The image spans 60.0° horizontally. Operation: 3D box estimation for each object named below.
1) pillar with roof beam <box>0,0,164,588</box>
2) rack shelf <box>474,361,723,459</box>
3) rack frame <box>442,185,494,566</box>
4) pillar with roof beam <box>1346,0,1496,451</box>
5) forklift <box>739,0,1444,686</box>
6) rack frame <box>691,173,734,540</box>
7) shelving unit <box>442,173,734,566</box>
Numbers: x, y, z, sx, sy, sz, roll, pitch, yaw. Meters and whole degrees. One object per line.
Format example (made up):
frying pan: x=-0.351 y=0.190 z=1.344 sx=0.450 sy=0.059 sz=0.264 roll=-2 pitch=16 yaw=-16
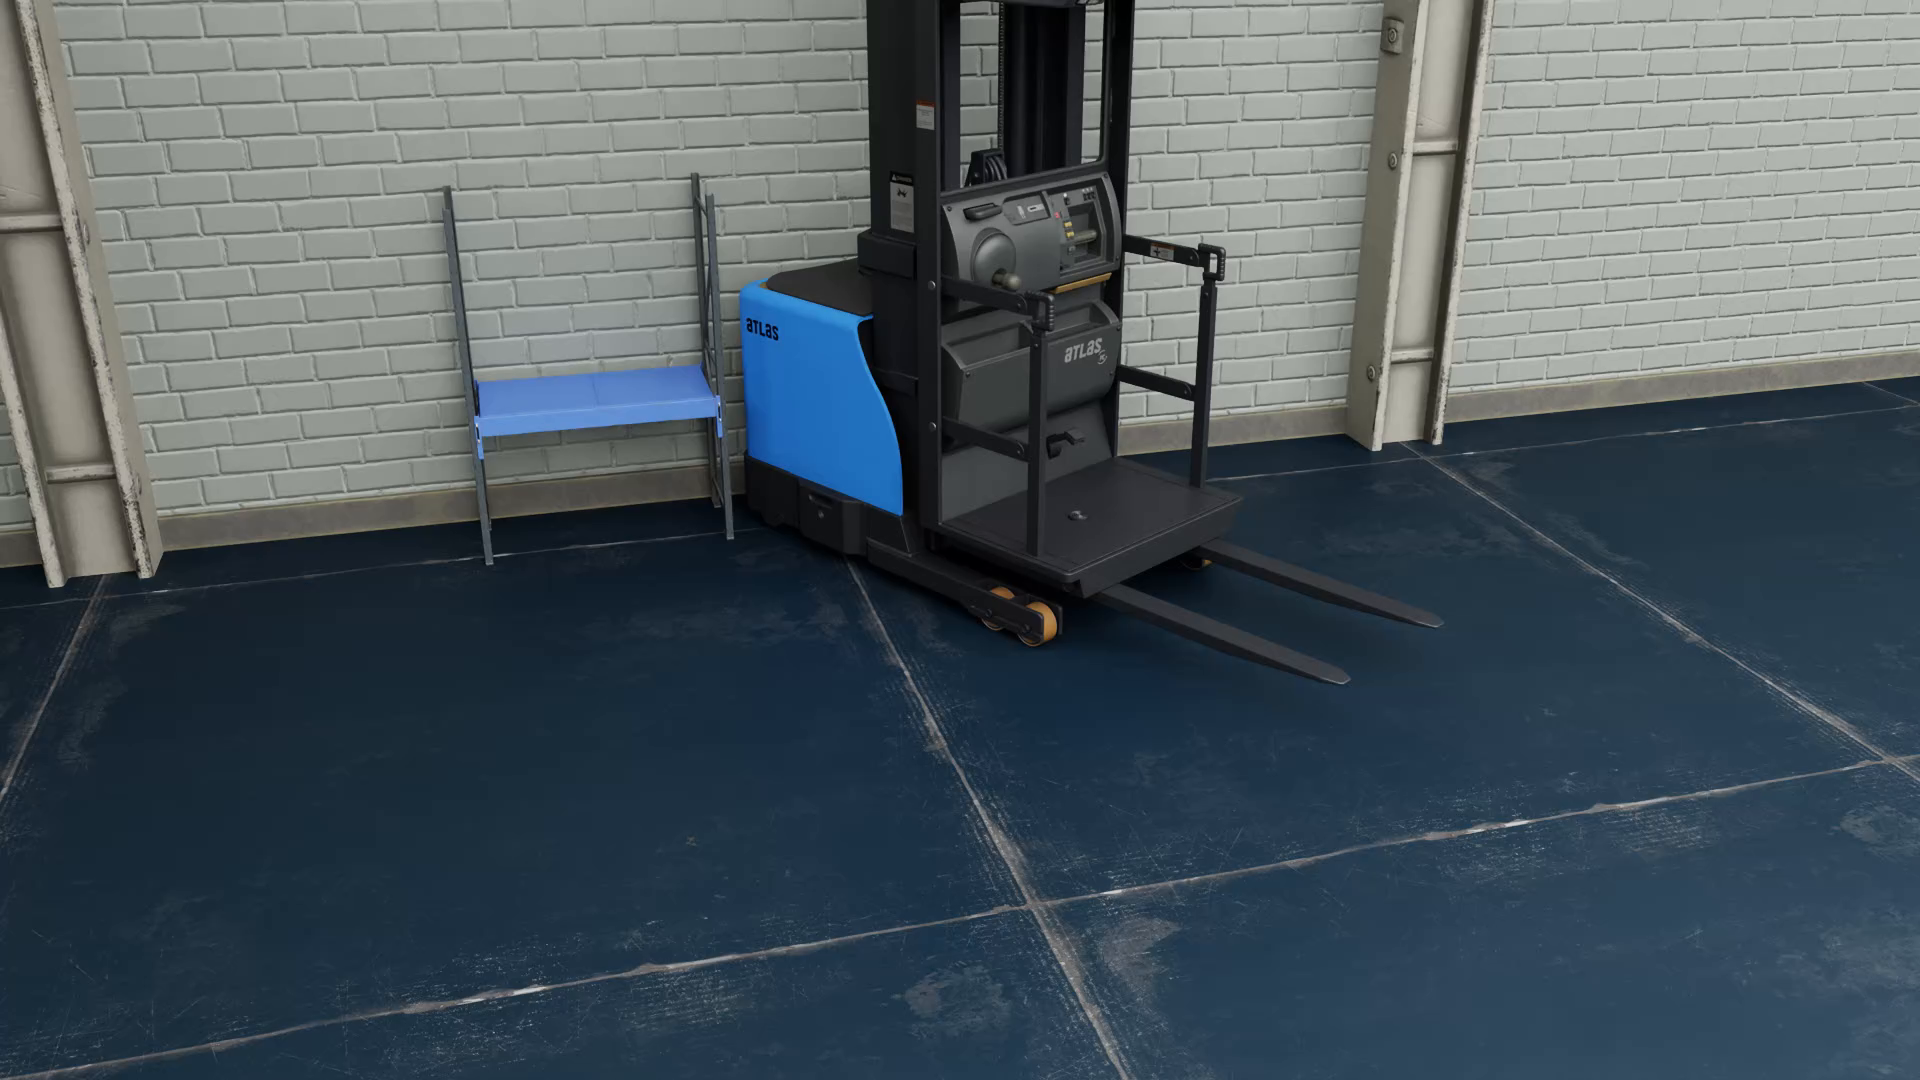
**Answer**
pillar with roof beam: x=-2.414 y=-2.385 z=1.396 sx=0.400 sy=9.000 sz=9.100 roll=-6 pitch=24 yaw=-14
rack shelf: x=-1.557 y=-0.565 z=7.121 sx=1.000 sy=0.185 sz=0.538 roll=-6 pitch=24 yaw=-14
rack frame: x=-2.047 y=-0.676 z=6.924 sx=0.032 sy=1.500 sz=0.500 roll=-6 pitch=24 yaw=-14
pillar with roof beam: x=3.363 y=-3.024 z=2.886 sx=0.400 sy=9.000 sz=9.100 roll=-6 pitch=24 yaw=-14
forklift: x=0.441 y=-1.174 z=6.268 sx=3.031 sy=2.935 sz=1.130 roll=21 pitch=31 yaw=40
rack frame: x=-1.068 y=-0.785 z=7.177 sx=0.032 sy=1.500 sz=0.500 roll=-6 pitch=24 yaw=-14
shelving unit: x=-1.557 y=-0.730 z=7.050 sx=1.048 sy=1.500 sz=0.538 roll=-6 pitch=24 yaw=-14
